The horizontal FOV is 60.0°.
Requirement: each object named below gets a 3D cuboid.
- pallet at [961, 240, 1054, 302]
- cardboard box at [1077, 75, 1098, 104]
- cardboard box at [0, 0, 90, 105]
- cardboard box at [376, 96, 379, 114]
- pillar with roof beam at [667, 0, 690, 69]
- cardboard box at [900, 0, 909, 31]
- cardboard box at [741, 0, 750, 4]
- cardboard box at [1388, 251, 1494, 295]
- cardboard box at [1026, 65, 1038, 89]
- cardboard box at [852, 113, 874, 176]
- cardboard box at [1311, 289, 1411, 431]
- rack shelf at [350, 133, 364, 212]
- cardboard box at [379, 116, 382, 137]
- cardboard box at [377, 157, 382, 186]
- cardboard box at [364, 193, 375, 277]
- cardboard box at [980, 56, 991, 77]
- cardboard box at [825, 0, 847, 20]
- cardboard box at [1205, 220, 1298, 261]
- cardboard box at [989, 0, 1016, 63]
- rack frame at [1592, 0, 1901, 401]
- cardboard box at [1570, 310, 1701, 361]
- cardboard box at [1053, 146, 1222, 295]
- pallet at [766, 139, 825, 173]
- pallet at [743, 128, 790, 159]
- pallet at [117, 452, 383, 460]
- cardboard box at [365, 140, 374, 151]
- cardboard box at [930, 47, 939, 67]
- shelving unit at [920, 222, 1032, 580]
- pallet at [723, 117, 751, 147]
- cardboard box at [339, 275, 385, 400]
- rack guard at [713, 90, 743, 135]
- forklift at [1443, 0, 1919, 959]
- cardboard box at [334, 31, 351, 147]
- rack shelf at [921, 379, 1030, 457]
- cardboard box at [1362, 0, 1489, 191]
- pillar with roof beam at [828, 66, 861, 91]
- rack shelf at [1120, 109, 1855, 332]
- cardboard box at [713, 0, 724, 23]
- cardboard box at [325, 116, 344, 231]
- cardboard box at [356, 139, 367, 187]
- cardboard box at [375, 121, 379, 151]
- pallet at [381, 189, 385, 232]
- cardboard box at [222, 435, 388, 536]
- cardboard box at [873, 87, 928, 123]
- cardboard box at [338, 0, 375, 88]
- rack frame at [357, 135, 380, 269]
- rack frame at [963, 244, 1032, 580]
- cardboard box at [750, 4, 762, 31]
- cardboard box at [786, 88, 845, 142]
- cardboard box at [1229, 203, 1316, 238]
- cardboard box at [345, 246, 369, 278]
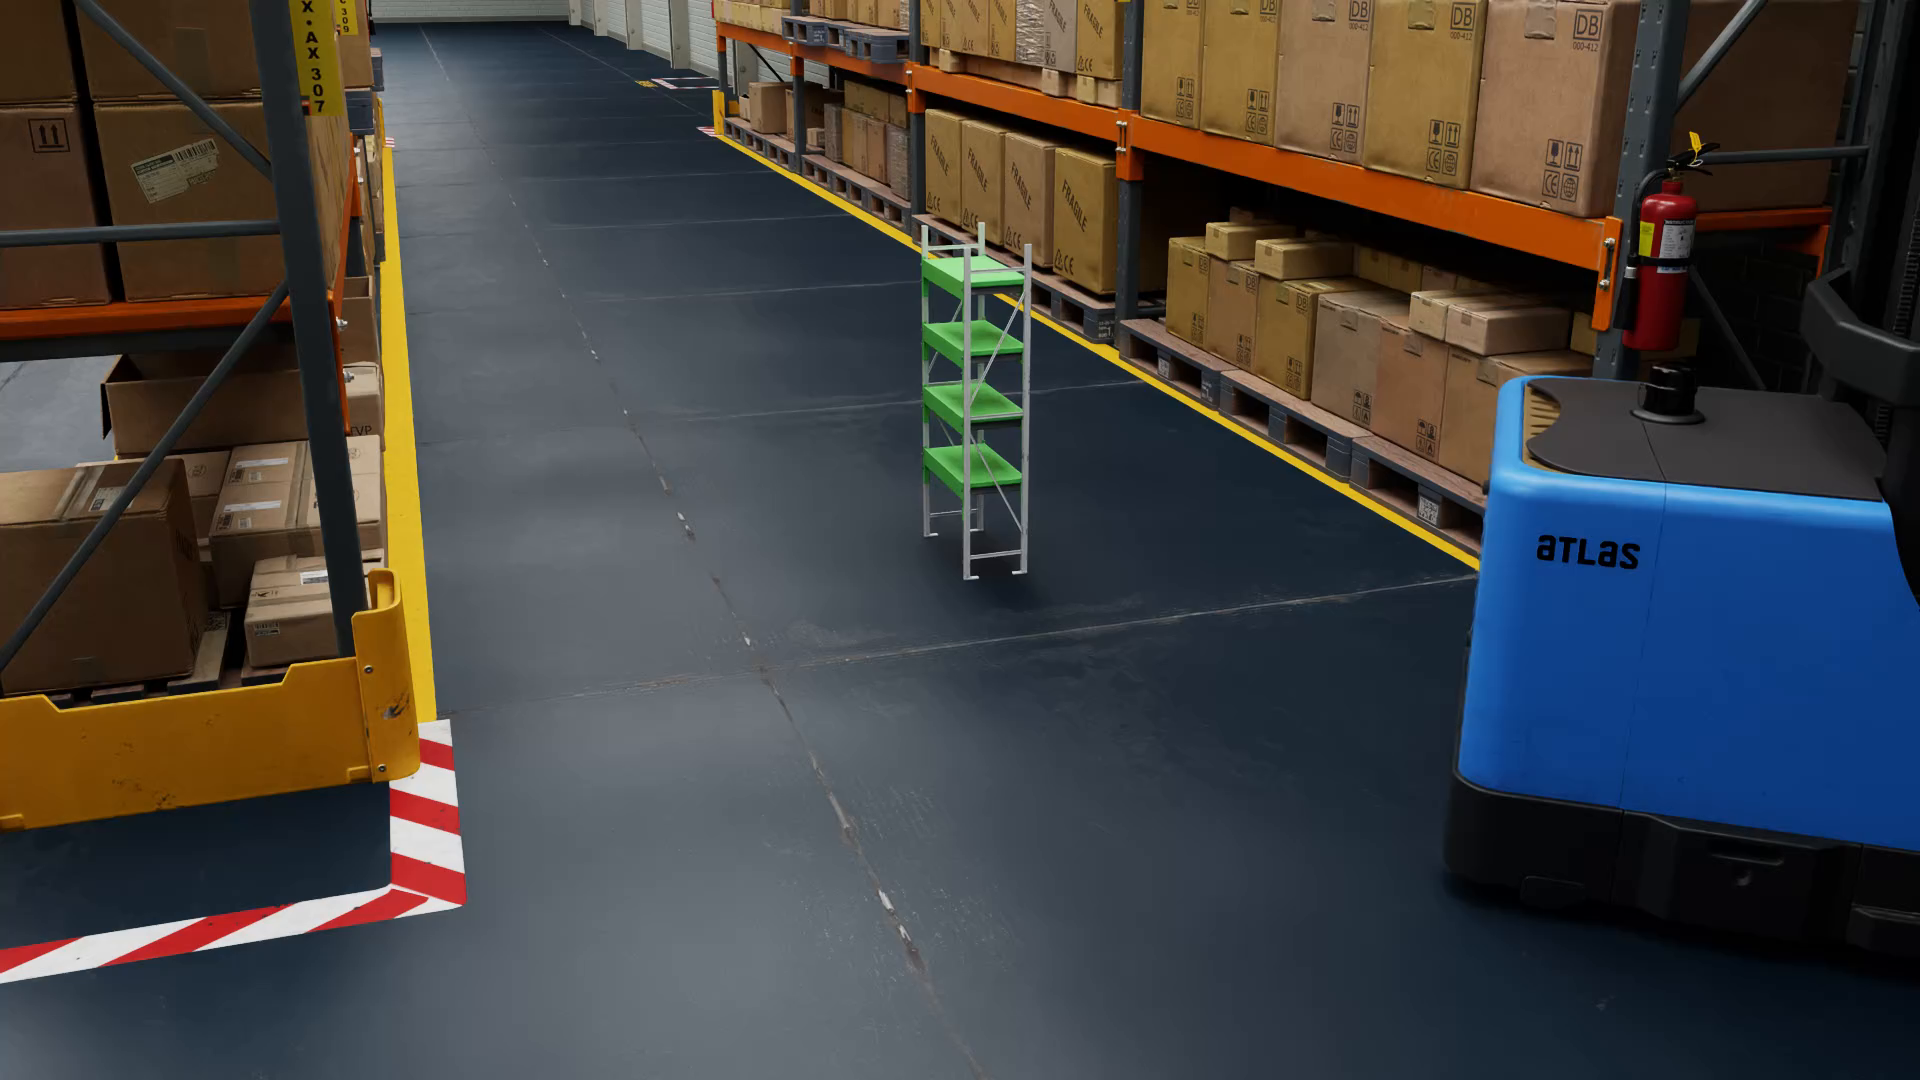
[{"bbox_3d":[0.666,-1.857,11.275,1.003,0.211,1.213,-6,21,-17],"label":"pallet"},{"bbox_3d":[0.891,-2.586,9.520,0.380,0.149,0.250,-6,21,-16],"label":"cardboard box"},{"bbox_3d":[-2.478,-1.358,4.132,0.500,0.500,0.500,-7,21,-18],"label":"cardboard box"},{"bbox_3d":[-6.170,-4.497,16.837,0.500,0.500,0.500,-6,21,-17],"label":"cardboard box"},{"bbox_3d":[-9.221,-12.473,27.830,9.100,9.000,0.400,-6,21,-17],"label":"pillar with roof beam"},{"bbox_3d":[-0.047,-4.225,12.944,0.700,0.500,0.500,-9,22,-24],"label":"cardboard box"},{"bbox_3d":[-2.064,-6.005,17.780,0.500,0.500,0.500,-6,21,-16],"label":"cardboard box"},{"bbox_3d":[2.139,-1.182,7.388,0.380,0.149,0.250,-6,21,-17],"label":"cardboard box"},{"bbox_3d":[0.635,-2.920,10.450,0.380,0.149,0.250,-7,21,-19],"label":"cardboard box"},{"bbox_3d":[-0.568,-3.573,14.973,0.700,0.500,0.500,-6,21,-17],"label":"cardboard box"},{"bbox_3d":[1.994,-0.811,7.314,0.700,0.500,0.500,-7,21,-19],"label":"cardboard box"},{"bbox_3d":[-3.962,-2.313,9.484,1.077,0.370,4.000,-6,21,-17],"label":"rack shelf"},{"bbox_3d":[-6.329,-4.304,17.410,0.500,0.250,0.500,-6,21,-17],"label":"cardboard box"},{"bbox_3d":[-5.124,-3.052,13.923,0.500,0.250,0.500,-6,21,-16],"label":"cardboard box"},{"bbox_3d":[-3.912,-1.883,10.269,0.500,0.500,0.500,-7,21,-19],"label":"cardboard box"},{"bbox_3d":[0.354,-3.256,11.387,0.380,0.149,0.250,-6,21,-16],"label":"cardboard box"},{"bbox_3d":[-0.850,-5.012,15.134,0.700,0.500,0.500,-4,20,-12],"label":"cardboard box"},{"bbox_3d":[1.440,-1.484,8.228,0.380,0.149,0.250,-6,21,-15],"label":"cardboard box"},{"bbox_3d":[0.502,-3.340,10.661,0.500,0.500,0.500,-6,21,-16],"label":"cardboard box"},{"bbox_3d":[2.625,-1.254,5.471,1.000,3.000,0.127,-6,21,-17],"label":"rack frame"},{"bbox_3d":[2.539,-0.776,6.256,0.380,0.149,0.250,-6,21,-17],"label":"cardboard box"},{"bbox_3d":[1.040,-1.918,9.879,0.750,0.750,0.750,-6,21,-17],"label":"cardboard box"},{"bbox_3d":[-1.392,-4.004,17.253,1.003,0.211,1.213,-6,21,-17],"label":"pallet"},{"bbox_3d":[-1.779,-4.397,18.345,1.003,0.211,1.213,-6,21,-17],"label":"pallet"},{"bbox_3d":[-3.119,-0.477,7.433,1.003,0.211,1.213,-6,21,-17],"label":"pallet"},{"bbox_3d":[-4.650,-2.828,12.470,0.500,0.311,0.500,-7,21,-19],"label":"cardboard box"},{"bbox_3d":[-0.006,-3.582,12.295,0.380,0.149,0.250,-7,21,-18],"label":"cardboard box"},{"bbox_3d":[0.052,-0.512,6.066,0.258,1.200,0.503,-6,21,-17],"label":"shelving unit"},{"bbox_3d":[-2.158,-4.787,19.433,1.003,0.211,1.213,-6,21,-17],"label":"pallet"},{"bbox_3d":[-2.885,-0.888,7.499,0.500,0.500,0.500,-6,21,-17],"label":"cardboard box"},{"bbox_3d":[-2.380,-5.188,20.120,1.175,0.500,0.348,-6,21,-17],"label":"rack guard"},{"bbox_3d":[2.749,-0.517,3.521,3.031,2.935,1.130,6,21,17],"label":"forklift"},{"bbox_3d":[-2.933,-1.924,7.188,0.500,0.500,0.500,-6,21,-16],"label":"cardboard box"},{"bbox_3d":[0.052,-0.451,6.087,0.258,0.148,0.480,-6,21,-17],"label":"rack shelf"},{"bbox_3d":[2.216,-1.790,6.519,0.980,0.700,0.700,-7,21,-18],"label":"cardboard box"},{"bbox_3d":[-5.450,-8.622,17.108,9.100,9.000,0.400,-6,21,-17],"label":"pillar with roof beam"},{"bbox_3d":[1.996,-1.557,7.379,1.077,0.370,4.000,-6,21,-17],"label":"rack shelf"},{"bbox_3d":[-2.552,-6.137,19.258,0.500,0.250,0.500,-7,21,-19],"label":"cardboard box"},{"bbox_3d":[-2.288,-1.270,5.368,0.500,0.500,0.500,-6,21,-17],"label":"cardboard box"},{"bbox_3d":[-4.053,-2.385,10.556,0.500,0.250,0.500,-6,20,-15],"label":"cardboard box"},{"bbox_3d":[-5.279,-3.479,14.282,0.500,0.311,0.500,-6,21,-16],"label":"cardboard box"},{"bbox_3d":[-5.193,-2.641,13.456,1.003,0.211,1.213,-6,21,-17],"label":"pallet"},{"bbox_3d":[-2.293,-0.165,5.855,0.500,0.250,0.500,-6,21,-17],"label":"cardboard box"},{"bbox_3d":[-0.451,-3.784,14.453,0.500,0.250,0.500,-6,21,-17],"label":"cardboard box"},{"bbox_3d":[-3.270,-2.431,7.977,0.700,0.500,0.500,-15,24,-35],"label":"cardboard box"},{"bbox_3d":[-4.591,-3.294,11.149,1.000,3.000,0.127,-6,21,-17],"label":"rack frame"},{"bbox_3d":[0.129,-0.433,5.848,0.240,1.200,0.015,-6,21,-17],"label":"rack frame"},{"bbox_3d":[-1.905,-5.484,17.440,0.500,0.250,0.500,-7,21,-18],"label":"cardboard box"},{"bbox_3d":[-1.511,-4.464,17.455,0.500,0.500,0.500,-8,21,-21],"label":"cardboard box"},{"bbox_3d":[1.648,-1.681,8.776,0.380,0.149,0.250,-7,21,-18],"label":"cardboard box"},{"bbox_3d":[-3.255,-1.222,8.428,0.500,0.500,0.500,-7,21,-20],"label":"cardboard box"}]
